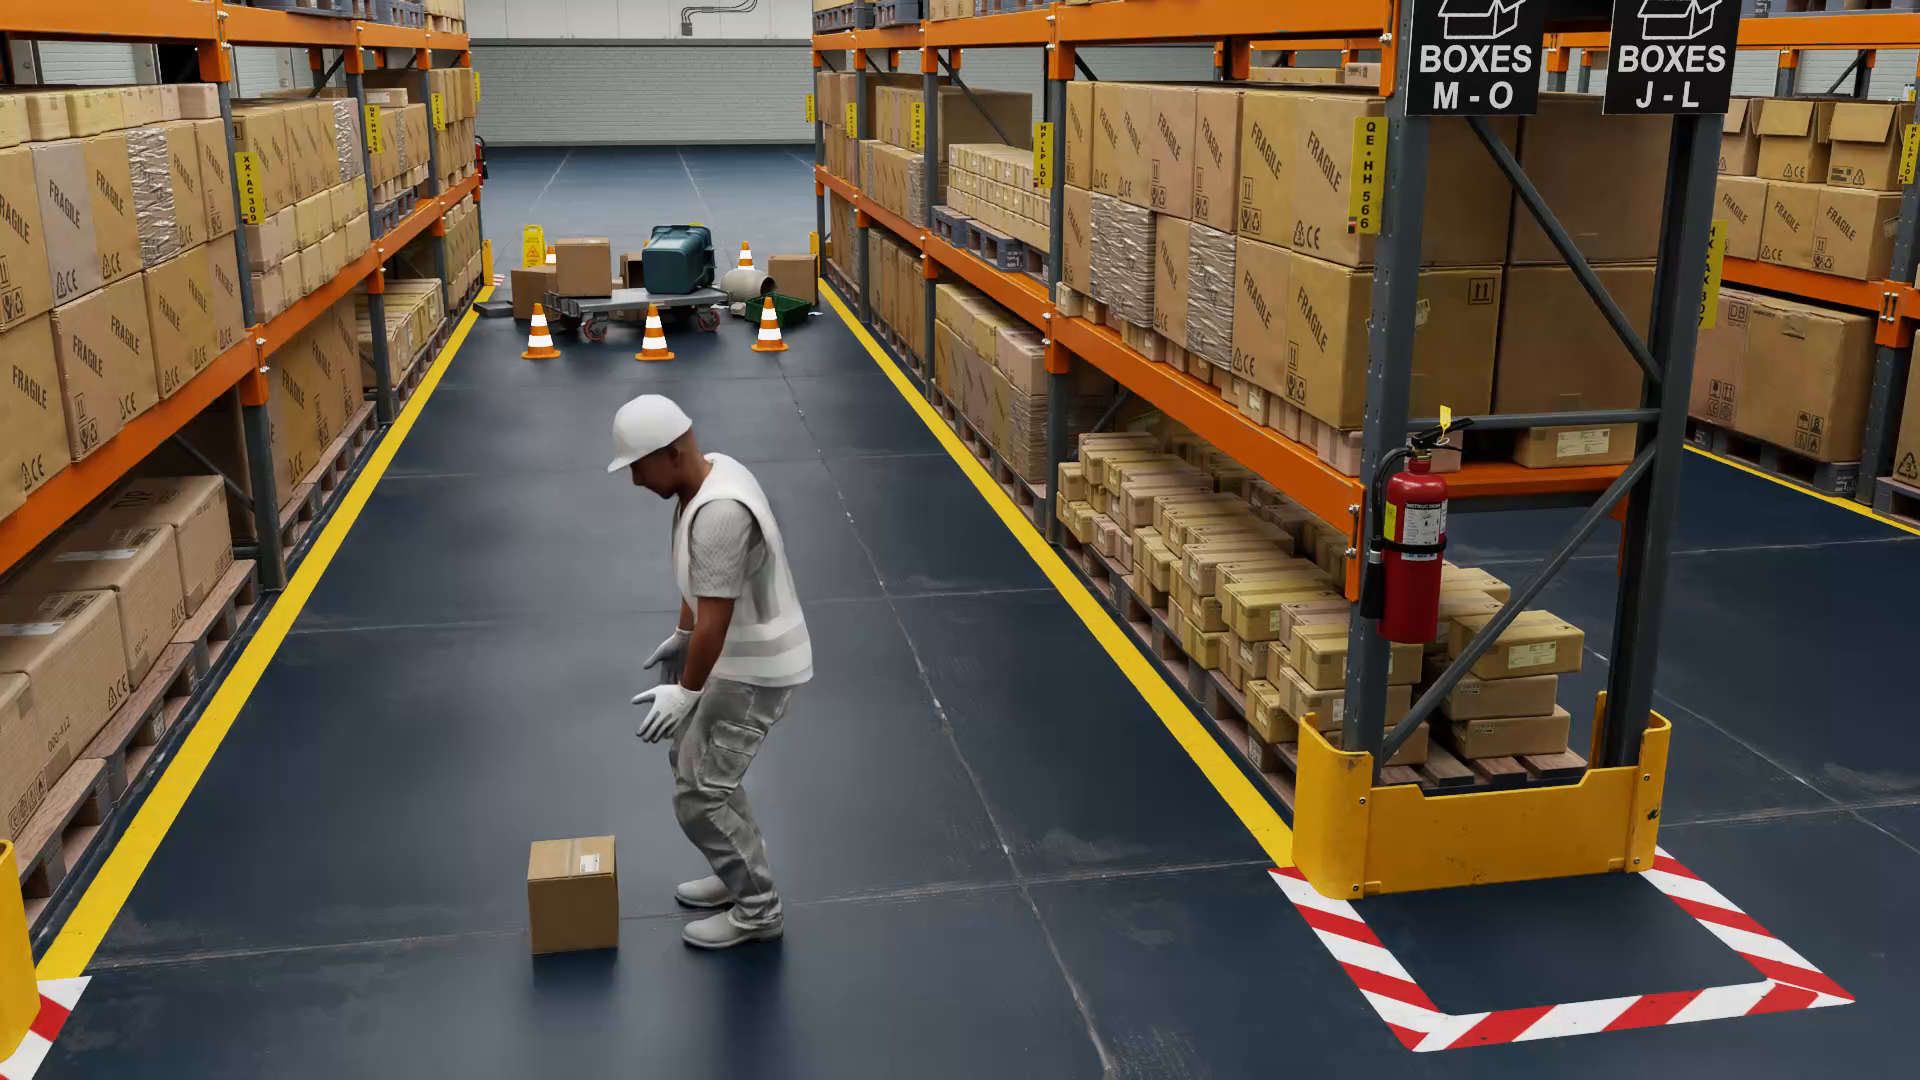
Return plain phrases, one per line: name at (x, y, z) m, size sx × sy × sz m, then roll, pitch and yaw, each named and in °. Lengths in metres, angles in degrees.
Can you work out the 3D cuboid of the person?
person at (-0.714, 0.385, 4.893) m, size 0.561 × 1.663 × 0.591 m, roll -3°, pitch 16°, yaw -9°
